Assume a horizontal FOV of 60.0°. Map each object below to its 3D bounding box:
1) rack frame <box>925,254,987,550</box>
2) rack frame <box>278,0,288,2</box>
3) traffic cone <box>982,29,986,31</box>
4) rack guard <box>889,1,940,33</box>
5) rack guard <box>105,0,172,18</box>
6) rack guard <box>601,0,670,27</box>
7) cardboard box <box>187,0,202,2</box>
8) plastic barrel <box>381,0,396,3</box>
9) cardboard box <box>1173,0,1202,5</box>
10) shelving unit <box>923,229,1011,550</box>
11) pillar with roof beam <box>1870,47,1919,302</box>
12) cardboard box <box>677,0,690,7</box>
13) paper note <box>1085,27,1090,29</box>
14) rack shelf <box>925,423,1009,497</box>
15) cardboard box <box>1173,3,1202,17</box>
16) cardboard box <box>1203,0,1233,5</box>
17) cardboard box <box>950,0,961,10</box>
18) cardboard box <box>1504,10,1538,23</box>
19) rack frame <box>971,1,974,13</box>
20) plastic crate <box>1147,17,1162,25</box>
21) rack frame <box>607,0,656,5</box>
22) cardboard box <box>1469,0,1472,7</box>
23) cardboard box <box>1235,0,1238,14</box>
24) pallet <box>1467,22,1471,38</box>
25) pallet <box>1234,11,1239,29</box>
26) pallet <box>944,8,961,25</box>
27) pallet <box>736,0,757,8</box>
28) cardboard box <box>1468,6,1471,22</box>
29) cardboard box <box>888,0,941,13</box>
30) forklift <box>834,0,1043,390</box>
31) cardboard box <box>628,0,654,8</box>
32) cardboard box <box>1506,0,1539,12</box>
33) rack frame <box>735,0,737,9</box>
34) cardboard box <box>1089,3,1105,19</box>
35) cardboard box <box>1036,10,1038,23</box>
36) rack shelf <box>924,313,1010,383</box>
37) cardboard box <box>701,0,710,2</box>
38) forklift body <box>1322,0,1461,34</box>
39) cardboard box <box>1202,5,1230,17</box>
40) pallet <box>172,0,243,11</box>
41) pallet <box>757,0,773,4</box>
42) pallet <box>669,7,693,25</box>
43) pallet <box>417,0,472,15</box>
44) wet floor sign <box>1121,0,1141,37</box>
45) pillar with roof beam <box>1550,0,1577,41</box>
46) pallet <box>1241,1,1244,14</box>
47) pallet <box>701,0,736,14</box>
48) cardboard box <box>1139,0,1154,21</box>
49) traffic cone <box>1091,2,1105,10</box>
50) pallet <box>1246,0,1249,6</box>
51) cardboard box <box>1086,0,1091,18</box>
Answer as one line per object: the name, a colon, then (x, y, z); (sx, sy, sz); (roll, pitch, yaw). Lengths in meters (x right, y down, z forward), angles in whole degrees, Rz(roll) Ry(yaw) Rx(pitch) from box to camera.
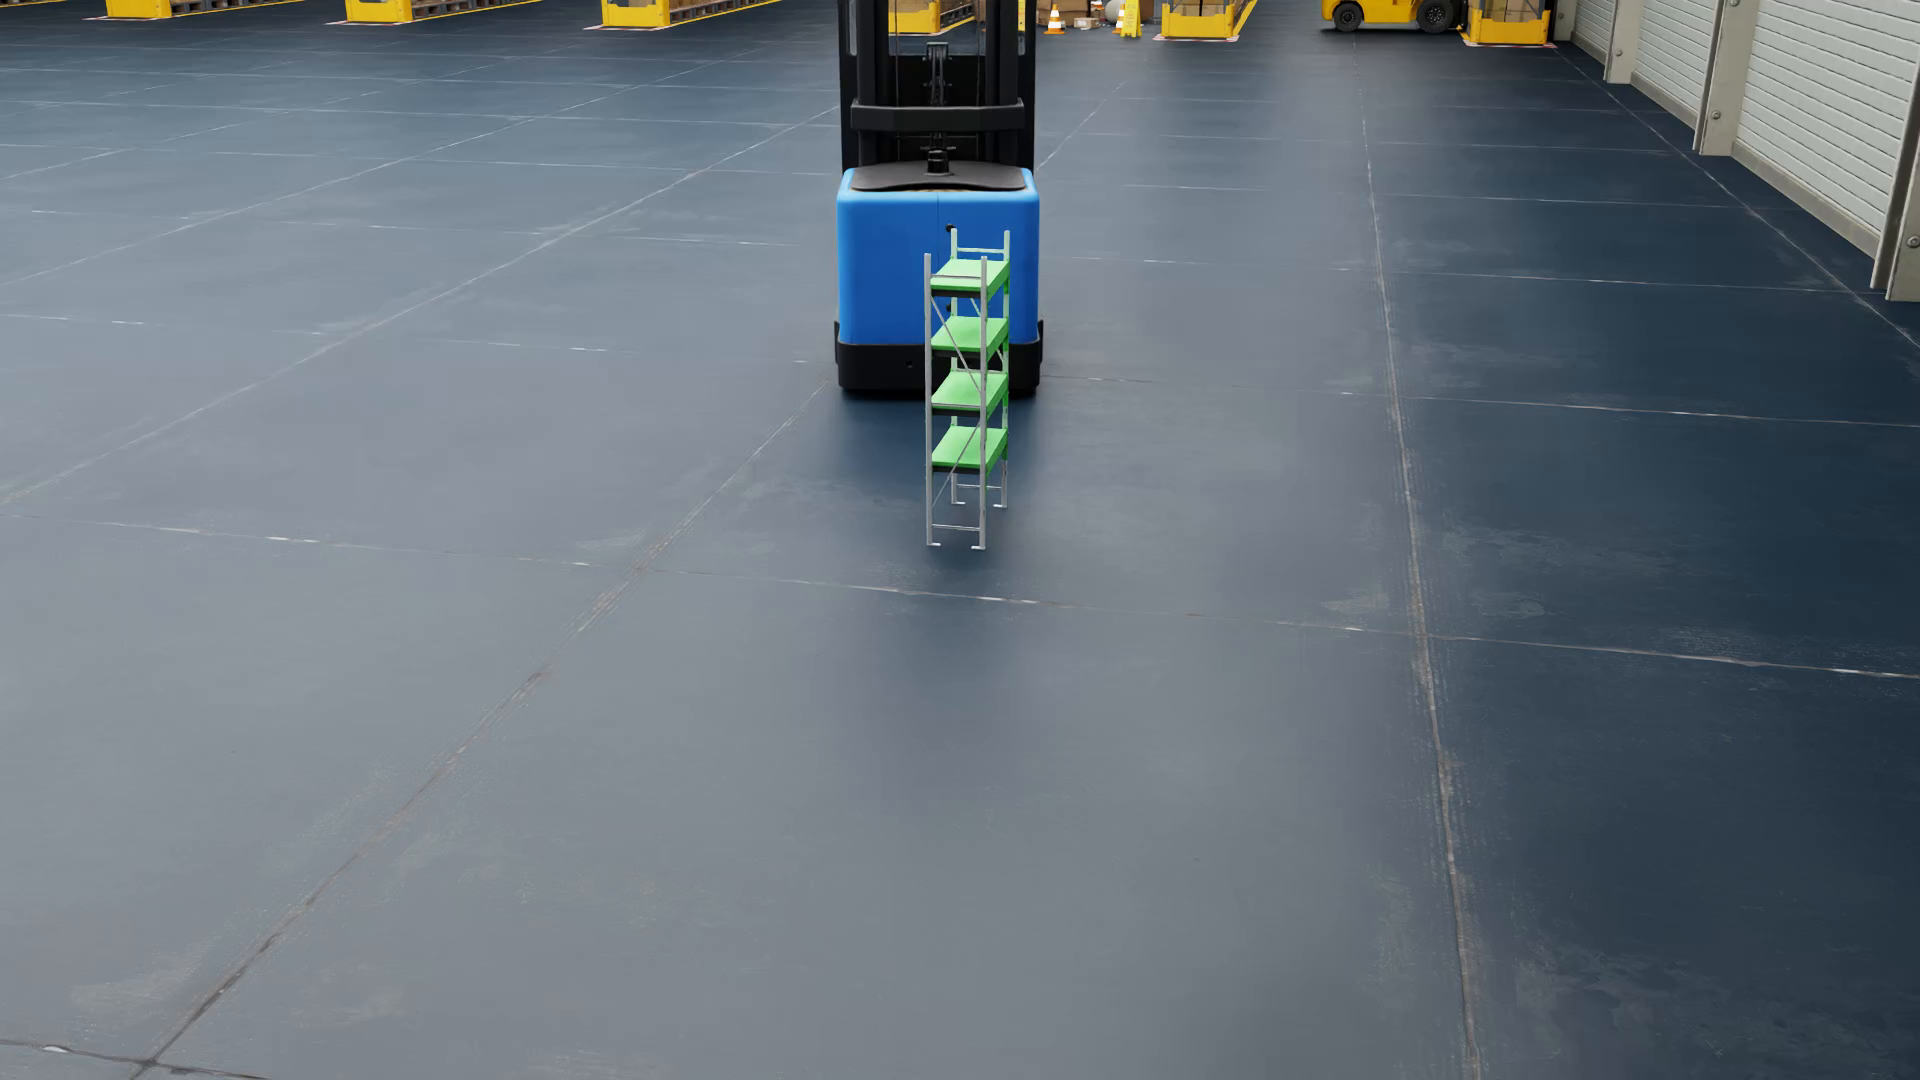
rack frame: (-0.016, -0.528, 6.558); (0.240, 1.200, 0.015); (4, 22, 11)
rack frame: (-14.648, -12.739, 34.470); (1.000, 3.000, 0.127); (4, 22, 11)
traffic cone: (0.566, -9.014, 28.616); (0.336, 0.463, 0.334); (4, 22, 11)
rack guard: (-0.937, -8.937, 28.374); (1.175, 0.500, 0.348); (4, 22, 11)
rack guard: (-15.469, -10.108, 31.283); (1.175, 0.500, 0.348); (4, 22, 11)
rack guard: (-5.752, -9.388, 29.495); (1.175, 0.500, 0.348); (4, 22, 11)
cardboard box: (-15.039, -10.558, 32.172); (0.500, 0.250, 0.500); (4, 22, 11)
plastic barrel: (-10.557, -10.185, 30.895); (0.421, 0.512, 0.421); (0, 22, 0)
cardboard box: (3.842, -9.345, 28.155); (0.500, 0.500, 0.500); (5, 22, 11)
shelving unit: (0.034, -0.617, 6.780); (0.258, 1.200, 0.503); (4, 22, 11)
pillar with roof beam: (1.931, -6.101, 9.958); (9.100, 9.000, 0.400); (4, 22, 11)
cardboard box: (-5.389, -10.231, 31.026); (0.500, 0.500, 0.500); (7, 23, 16)
paper note: (2.178, -8.885, 28.873); (0.148, 0.019, 0.142); (-3, 22, -8)
rack shelf: (0.034, -0.335, 6.893); (0.258, 0.148, 0.480); (4, 22, 11)
cardboard box: (3.840, -9.009, 28.325); (0.500, 0.250, 0.500); (4, 22, 11)
cardboard box: (4.374, -9.314, 28.080); (0.500, 0.500, 0.500); (4, 22, 9)
cardboard box: (-0.493, -10.222, 30.502); (0.875, 0.875, 0.875); (5, 22, 11)
cardboard box: (9.086, -8.471, 26.991); (0.500, 0.250, 0.500); (5, 22, 11)
rack frame: (-0.116, -11.568, 31.561); (1.000, 3.000, 0.127); (4, 22, 11)
plastic crate: (3.627, -9.361, 29.991); (0.402, 0.080, 0.583); (-3, 22, -8)
rack frame: (-5.767, -10.520, 28.959); (1.000, 3.000, 0.127); (4, 22, 11)
cardboard box: (8.700, -8.923, 27.444); (0.500, 0.250, 0.500); (4, 22, 10)
cardboard box: (4.580, -9.344, 29.159); (0.500, 0.250, 0.500); (6, 23, 15)
pallet: (8.909, -8.377, 27.370); (1.003, 0.211, 1.213); (4, 22, 11)
pallet: (4.401, -9.238, 29.509); (1.003, 0.211, 1.213); (4, 22, 11)
pallet: (-0.595, -9.555, 30.295); (1.003, 0.211, 1.213); (4, 22, 11)
pallet: (-4.794, -10.974, 33.820); (1.003, 0.211, 1.213); (4, 22, 11)
cardboard box: (8.691, -8.684, 27.519); (0.500, 0.250, 0.500); (4, 22, 11)
cardboard box: (-0.859, -9.567, 28.875); (0.875, 0.875, 0.875); (5, 22, 11)
forklift: (-0.128, -2.637, 9.478); (1.130, 2.935, 3.031); (0, 22, -1)
cardboard box: (-5.624, -9.782, 29.911); (0.500, 0.500, 0.500); (9, 24, 21)
cardboard box: (9.093, -8.695, 26.877); (0.500, 0.250, 0.500); (5, 22, 12)
rack frame: (-4.951, -11.983, 32.591); (1.000, 3.000, 0.127); (4, 22, 11)
cardboard box: (2.483, -9.825, 30.893); (0.258, 0.266, 0.396); (-11, 25, -26)
cardboard box: (1.336, -9.530, 30.162); (0.396, 0.266, 0.258); (8, 23, 20)
rack shelf: (0.034, -0.780, 6.714); (0.258, 0.148, 0.480); (4, 22, 11)
cardboard box: (-5.181, -10.665, 32.103); (0.500, 0.500, 0.500); (12, 25, 28)
forklift body: (7.395, -9.826, 28.373); (2.313, 2.155, 1.214); (4, 22, 11)
cardboard box: (4.369, -8.958, 28.199); (0.500, 0.250, 0.500); (4, 22, 10)
pallet: (-15.098, -10.711, 33.165); (1.003, 0.211, 1.213); (4, 22, 11)
pallet: (-4.547, -11.422, 34.931); (1.003, 0.211, 1.213); (4, 22, 11)
pallet: (-5.552, -9.549, 30.280); (1.003, 0.211, 1.213); (4, 22, 11)
pallet: (-10.225, -10.377, 32.337); (1.003, 0.211, 1.213); (4, 22, 11)
wet floor sign: (2.848, -8.684, 27.553); (0.267, 0.644, 0.232); (13, 25, 29)
pillar with roof beam: (5.604, -12.684, 26.303); (9.100, 9.000, 0.400); (4, 22, 11)
pallet: (4.908, -10.219, 31.944); (1.003, 0.211, 1.213); (4, 22, 11)
pallet: (-5.054, -10.441, 32.496); (1.003, 0.211, 1.213); (4, 22, 11)
cardboard box: (3.200, -9.781, 30.467); (0.500, 0.500, 0.500); (-16, 27, -35)
traffic cone: (2.713, -10.793, 33.033); (0.336, 0.463, 0.334); (4, 22, 11)
pallet: (5.406, -11.111, 34.160); (1.003, 0.211, 1.213); (4, 22, 11)
cardboard box: (1.997, -9.847, 30.449); (0.797, 0.637, 0.503); (4, 22, 11)
